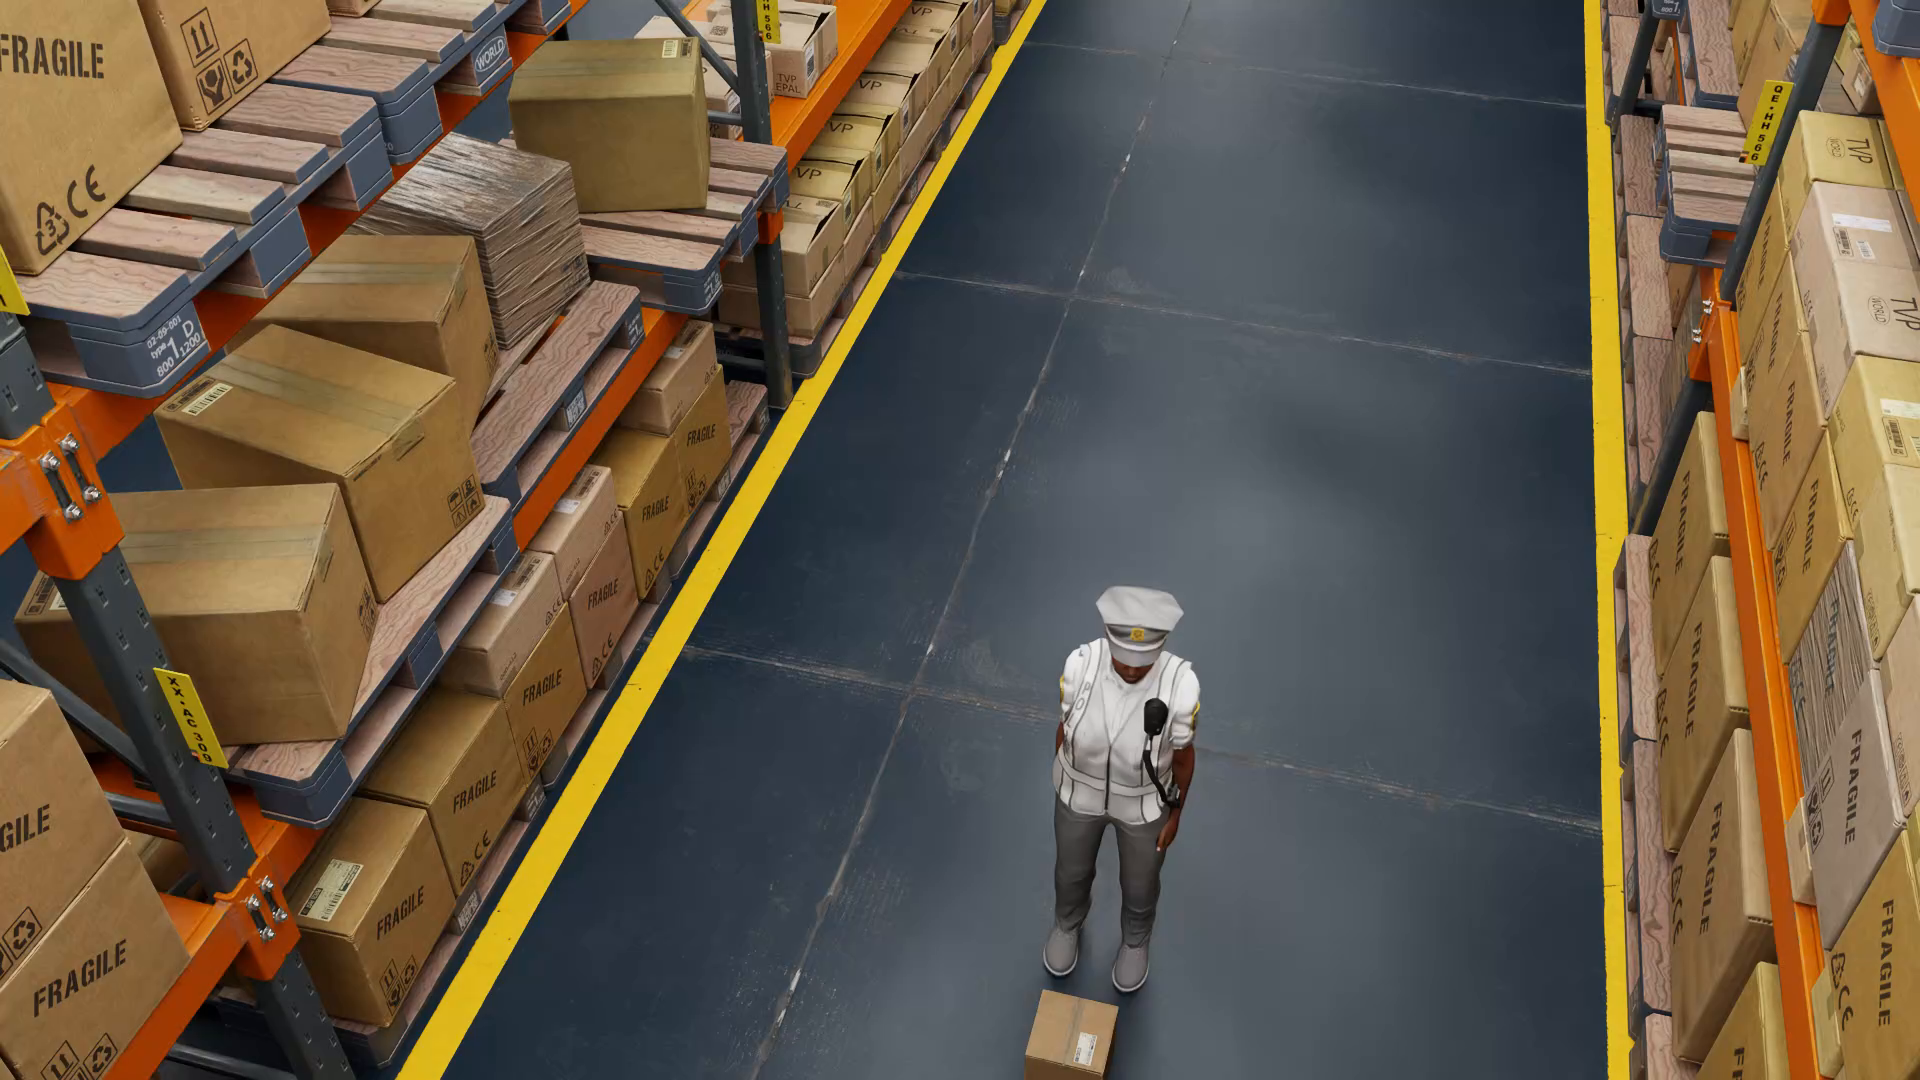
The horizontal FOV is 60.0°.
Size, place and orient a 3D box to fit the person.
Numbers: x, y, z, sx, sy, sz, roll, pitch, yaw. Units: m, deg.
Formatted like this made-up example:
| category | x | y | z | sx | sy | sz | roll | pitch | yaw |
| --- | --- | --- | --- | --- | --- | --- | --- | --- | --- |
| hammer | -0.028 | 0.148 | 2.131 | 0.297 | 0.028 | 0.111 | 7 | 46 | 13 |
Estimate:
| category | x | y | z | sx | sy | sz | roll | pitch | yaw |
| --- | --- | --- | --- | --- | --- | --- | --- | --- | --- |
| person | 0.500 | 0.810 | 5.232 | 0.437 | 1.671 | 0.341 | 11 | 42 | 12 |
